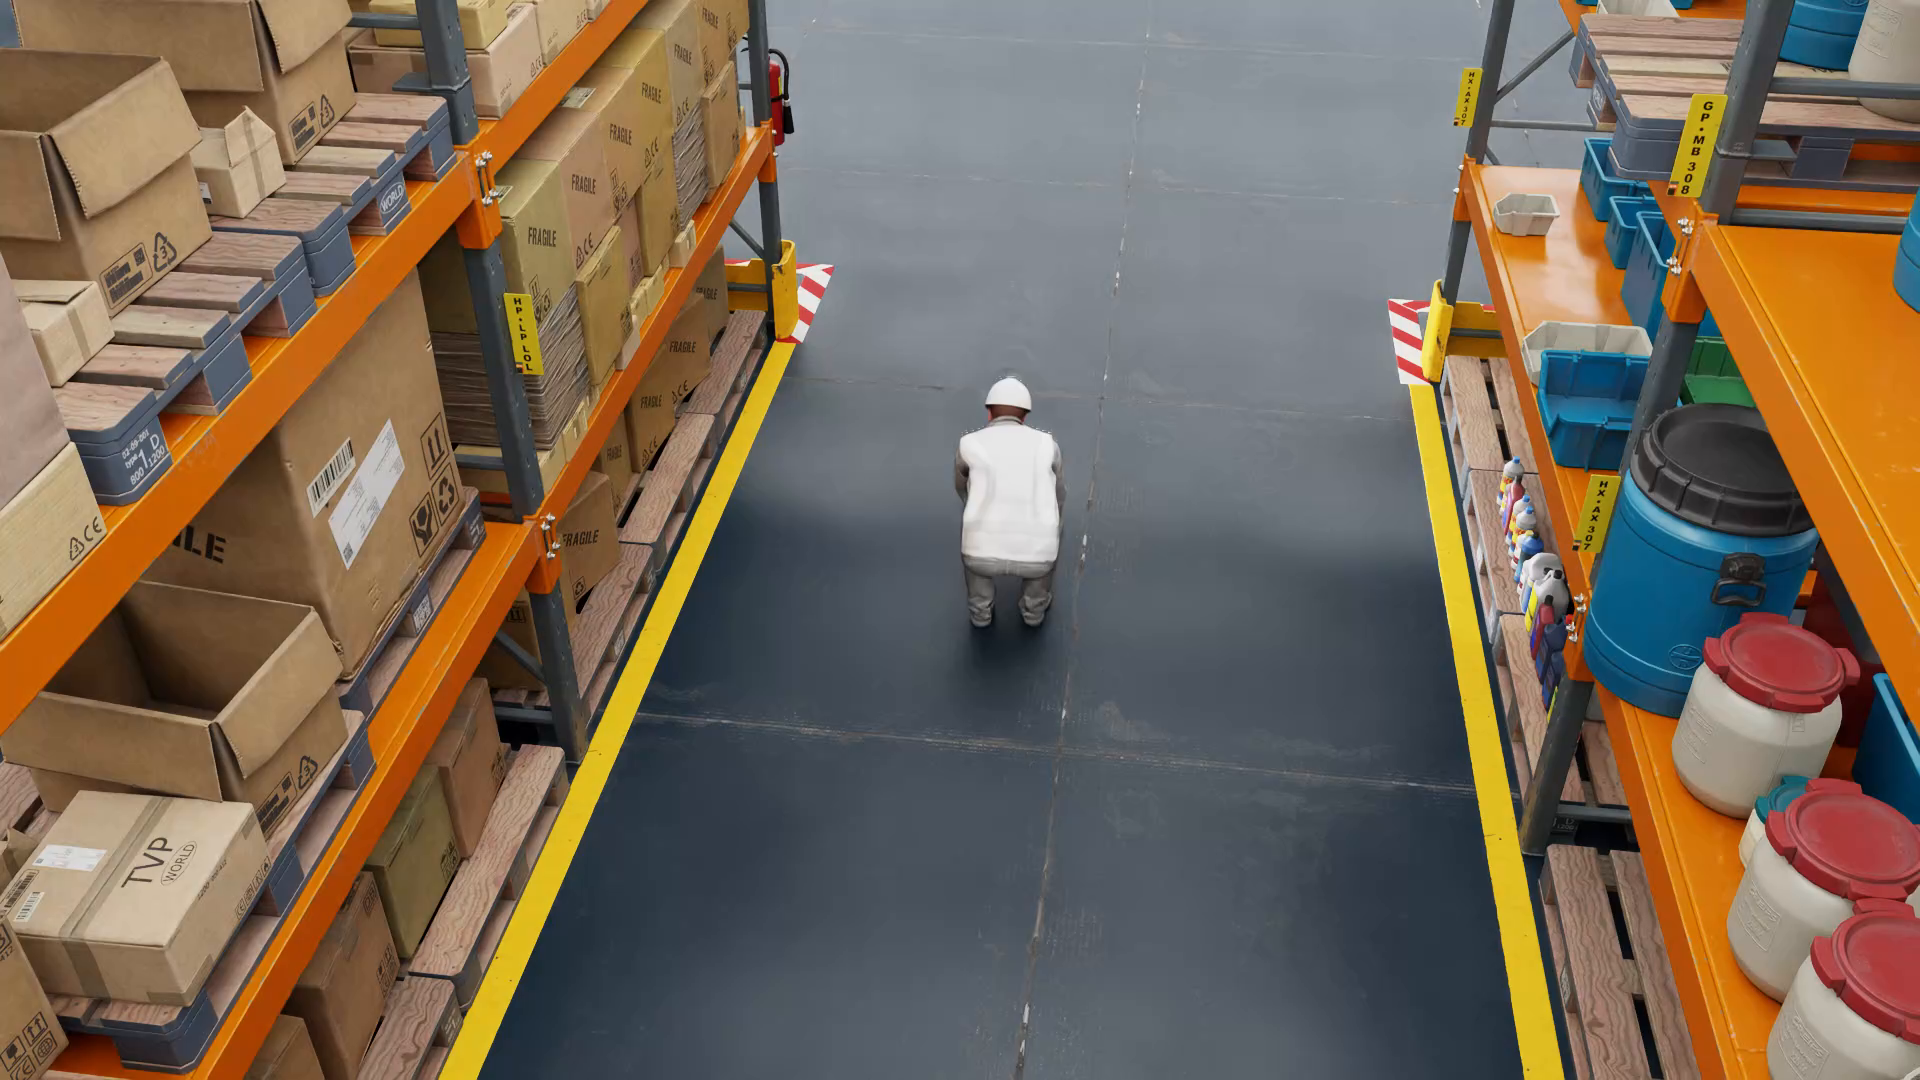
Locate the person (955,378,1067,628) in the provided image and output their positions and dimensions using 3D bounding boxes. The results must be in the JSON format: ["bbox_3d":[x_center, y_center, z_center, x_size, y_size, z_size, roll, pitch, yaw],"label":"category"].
[{"bbox_3d":[0.222,-0.136,7.837,0.536,1.039,0.871,4,36,6],"label":"person"}]
